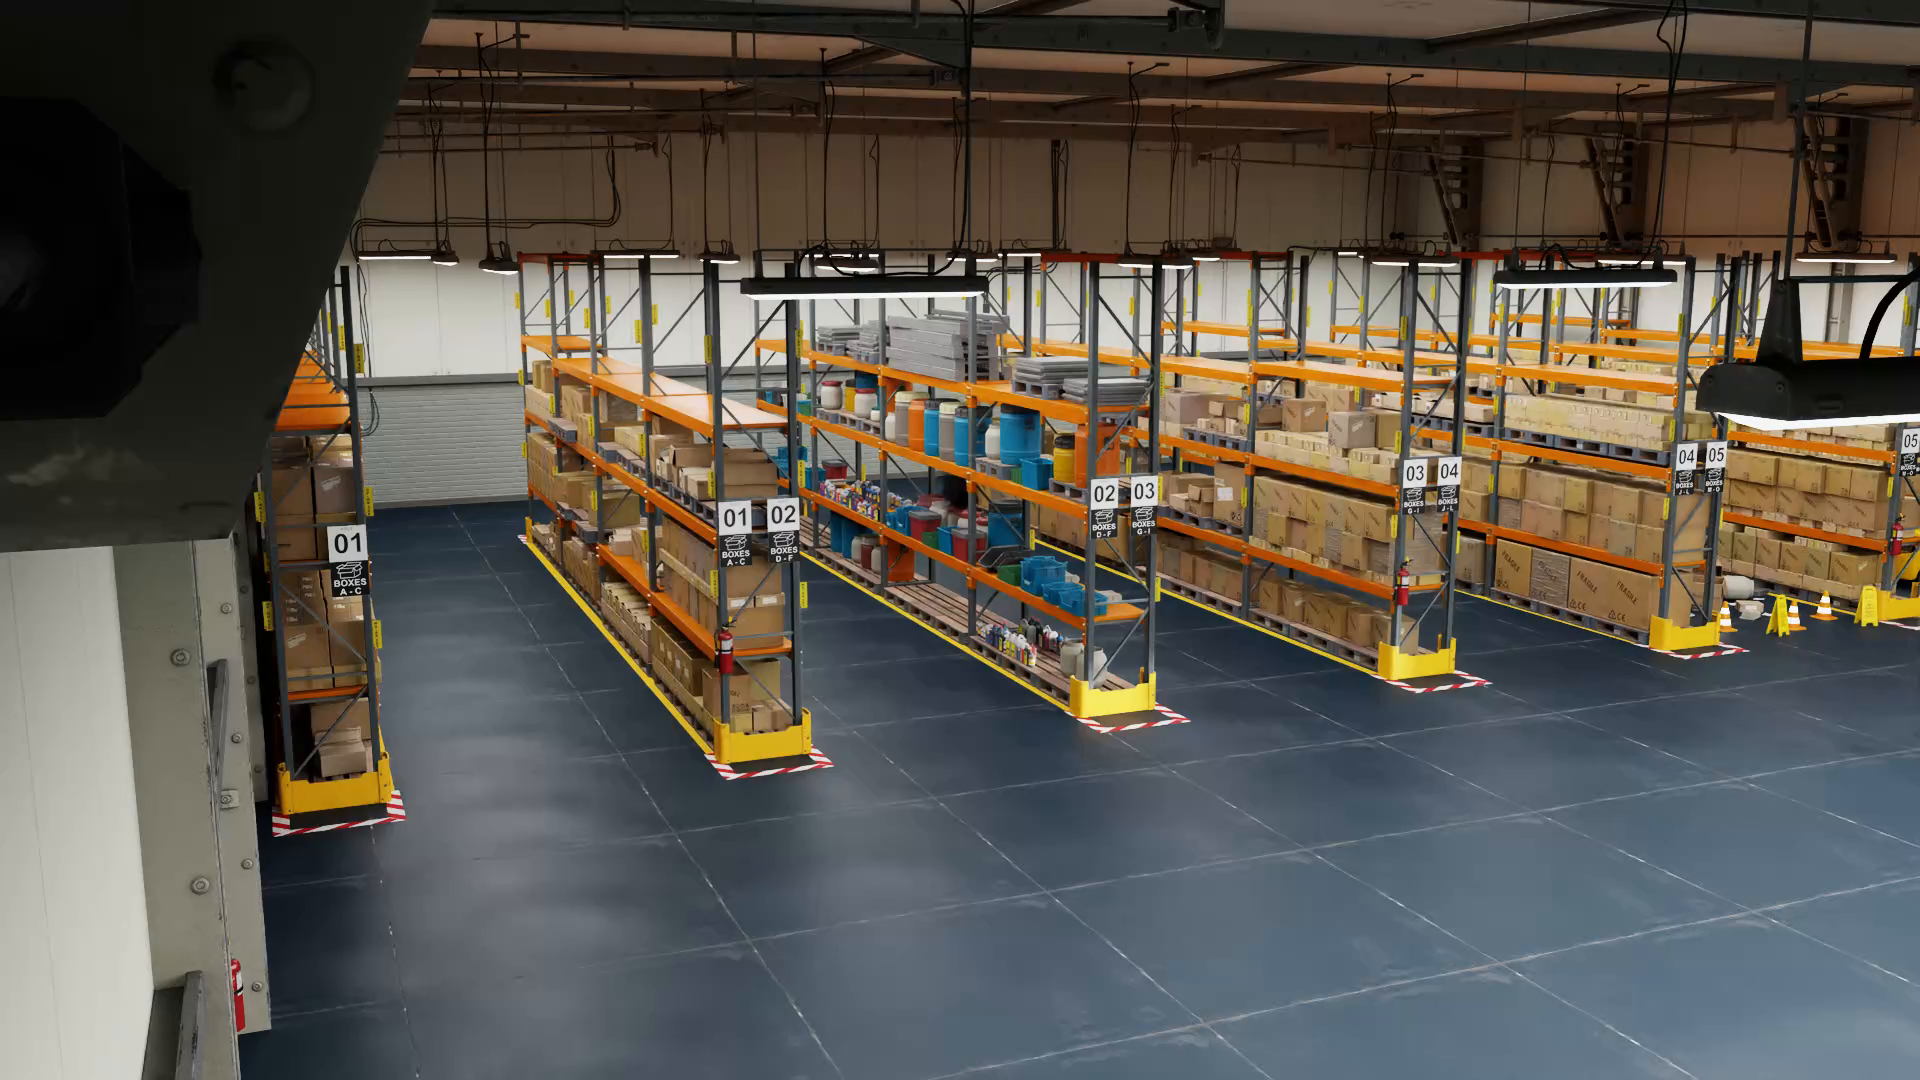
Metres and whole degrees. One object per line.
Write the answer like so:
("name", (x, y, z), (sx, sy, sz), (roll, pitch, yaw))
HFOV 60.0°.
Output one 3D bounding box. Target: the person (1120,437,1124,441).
("person", (3.744, -1.610, 39.310), (0.641, 1.673, 0.679), (1, 10, 7))
